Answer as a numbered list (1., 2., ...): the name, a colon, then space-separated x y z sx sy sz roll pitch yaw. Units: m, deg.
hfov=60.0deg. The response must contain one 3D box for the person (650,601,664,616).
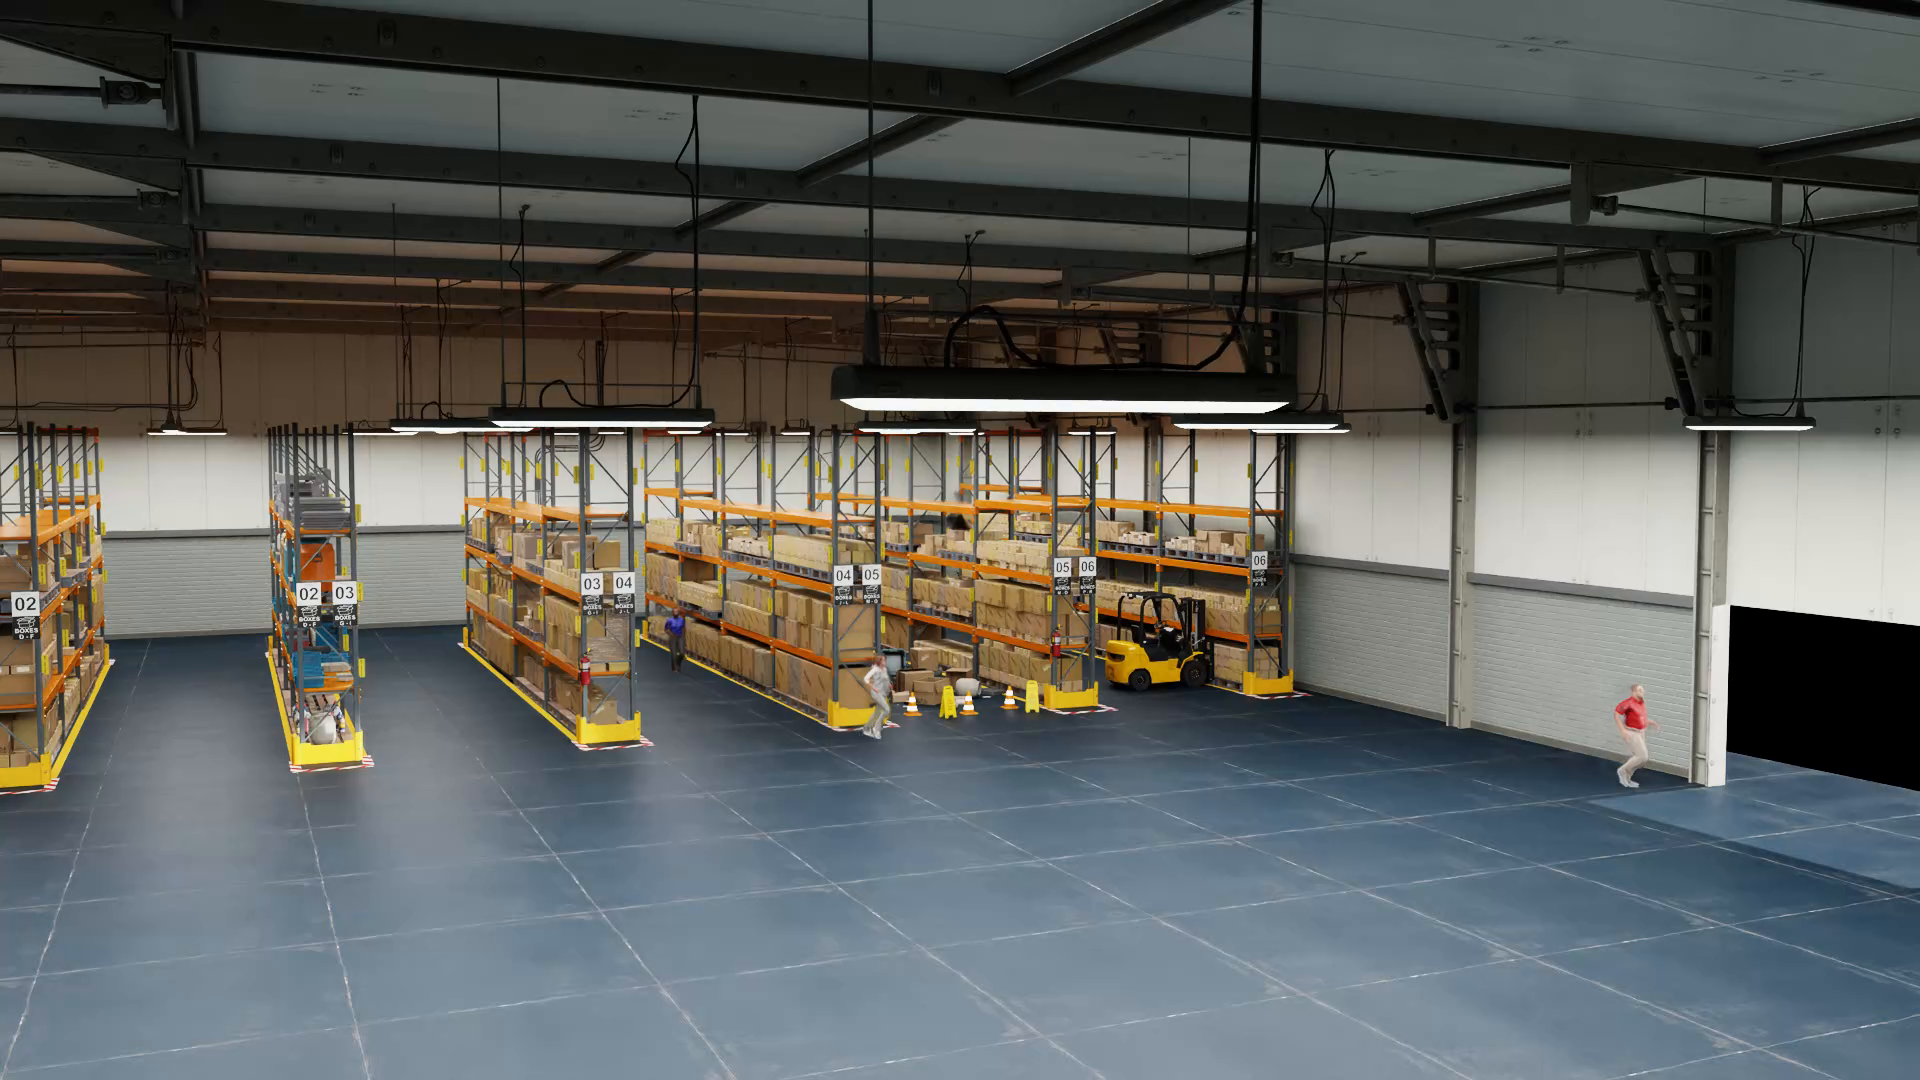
1. person: -8.942 1.919 49.271 0.687 1.634 0.708 0 4 7

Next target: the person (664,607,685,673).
1. person: -6.878 2.444 40.327 0.586 1.624 0.585 -2 4 -26

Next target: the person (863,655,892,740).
1. person: -1.552 2.997 31.726 0.589 1.588 0.562 2 4 23

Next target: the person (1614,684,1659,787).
1. person: 11.109 3.209 27.236 0.668 1.693 0.597 -3 5 -44
